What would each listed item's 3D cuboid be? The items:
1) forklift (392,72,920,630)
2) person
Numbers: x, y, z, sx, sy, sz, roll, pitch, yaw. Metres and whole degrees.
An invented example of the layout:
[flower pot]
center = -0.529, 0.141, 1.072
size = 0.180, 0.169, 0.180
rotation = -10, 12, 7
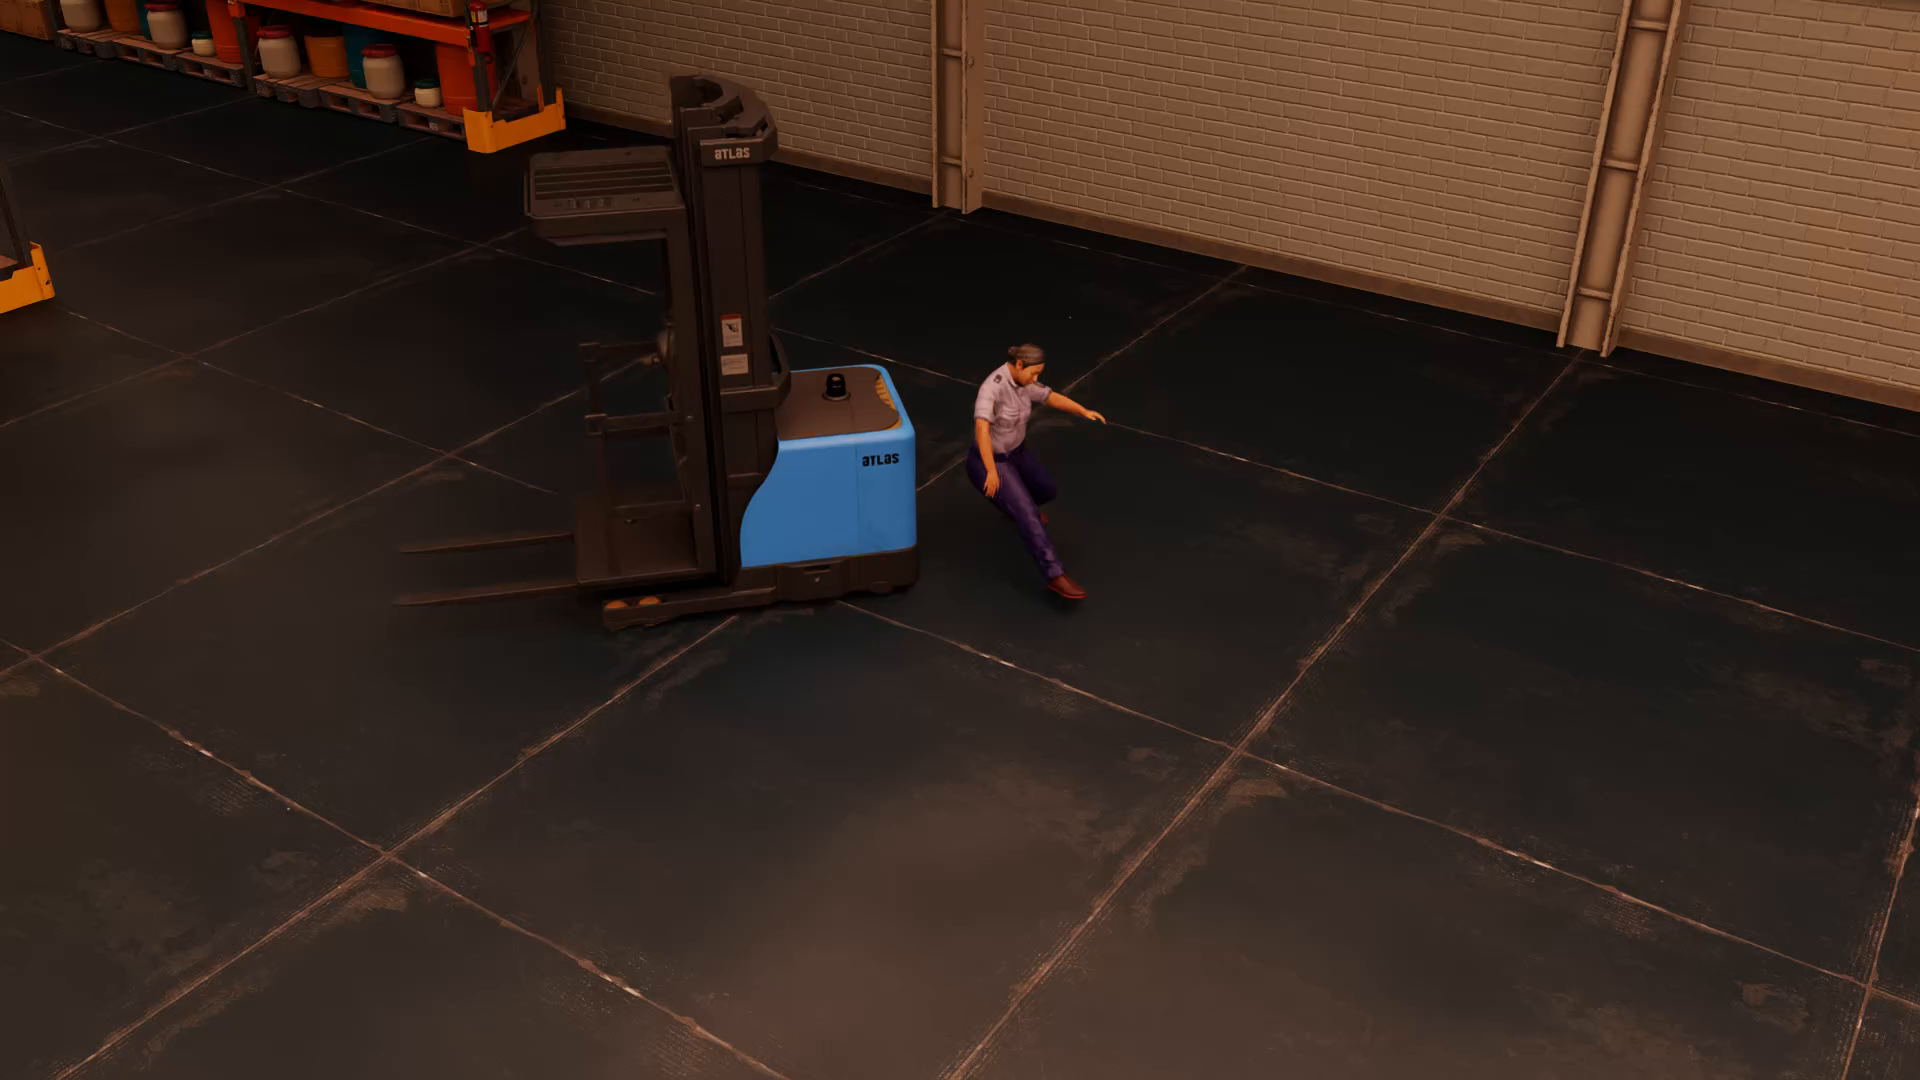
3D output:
[forklift]
center = -1.815, -1.037, 9.368
size = 3.031, 2.935, 1.130
rotation = -6, 31, -11
[person]
center = 0.532, -0.461, 9.941
size = 1.038, 1.400, 0.942
rotation = 19, 35, 29
